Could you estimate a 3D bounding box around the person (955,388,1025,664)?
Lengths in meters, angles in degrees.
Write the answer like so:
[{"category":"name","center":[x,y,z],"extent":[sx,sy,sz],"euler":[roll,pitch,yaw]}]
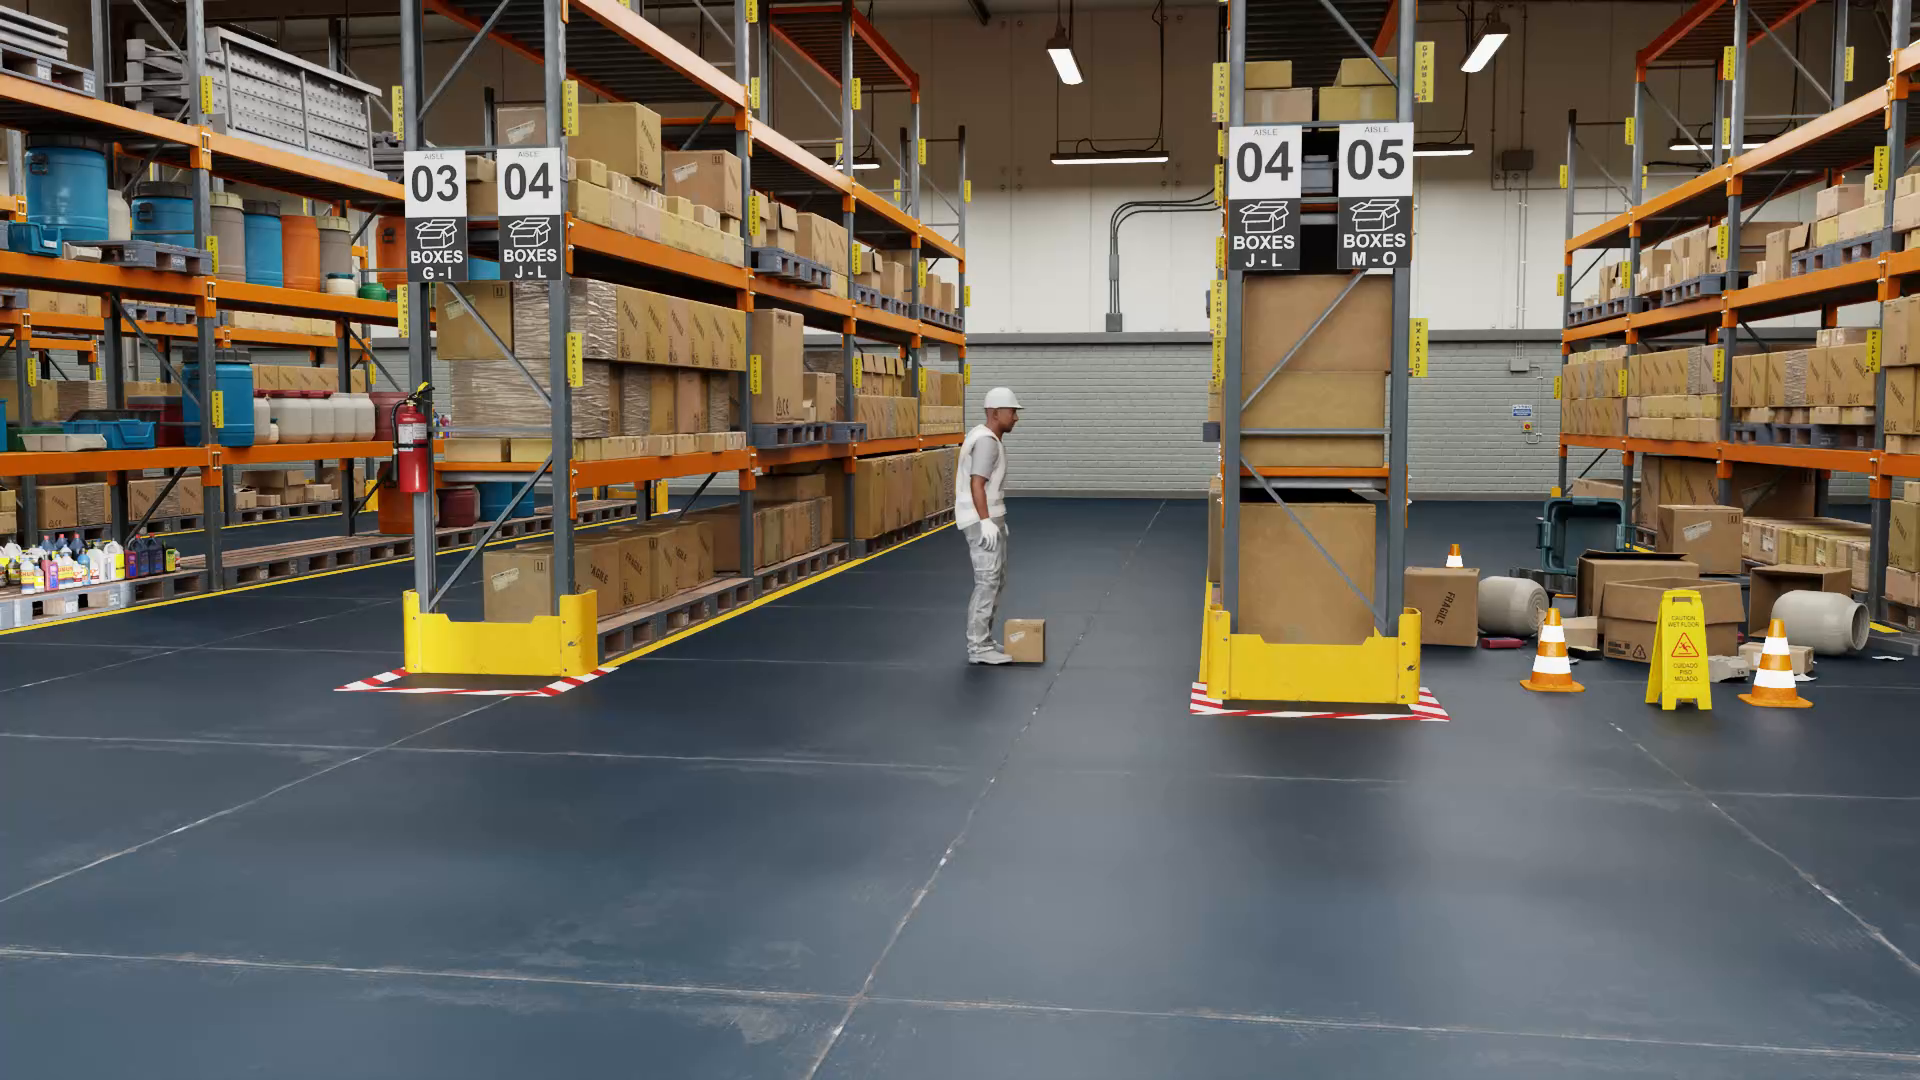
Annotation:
[{"category":"person","center":[0.198,-0.103,10.840],"extent":[0.450,1.774,0.617],"euler":[1,4,8]}]
